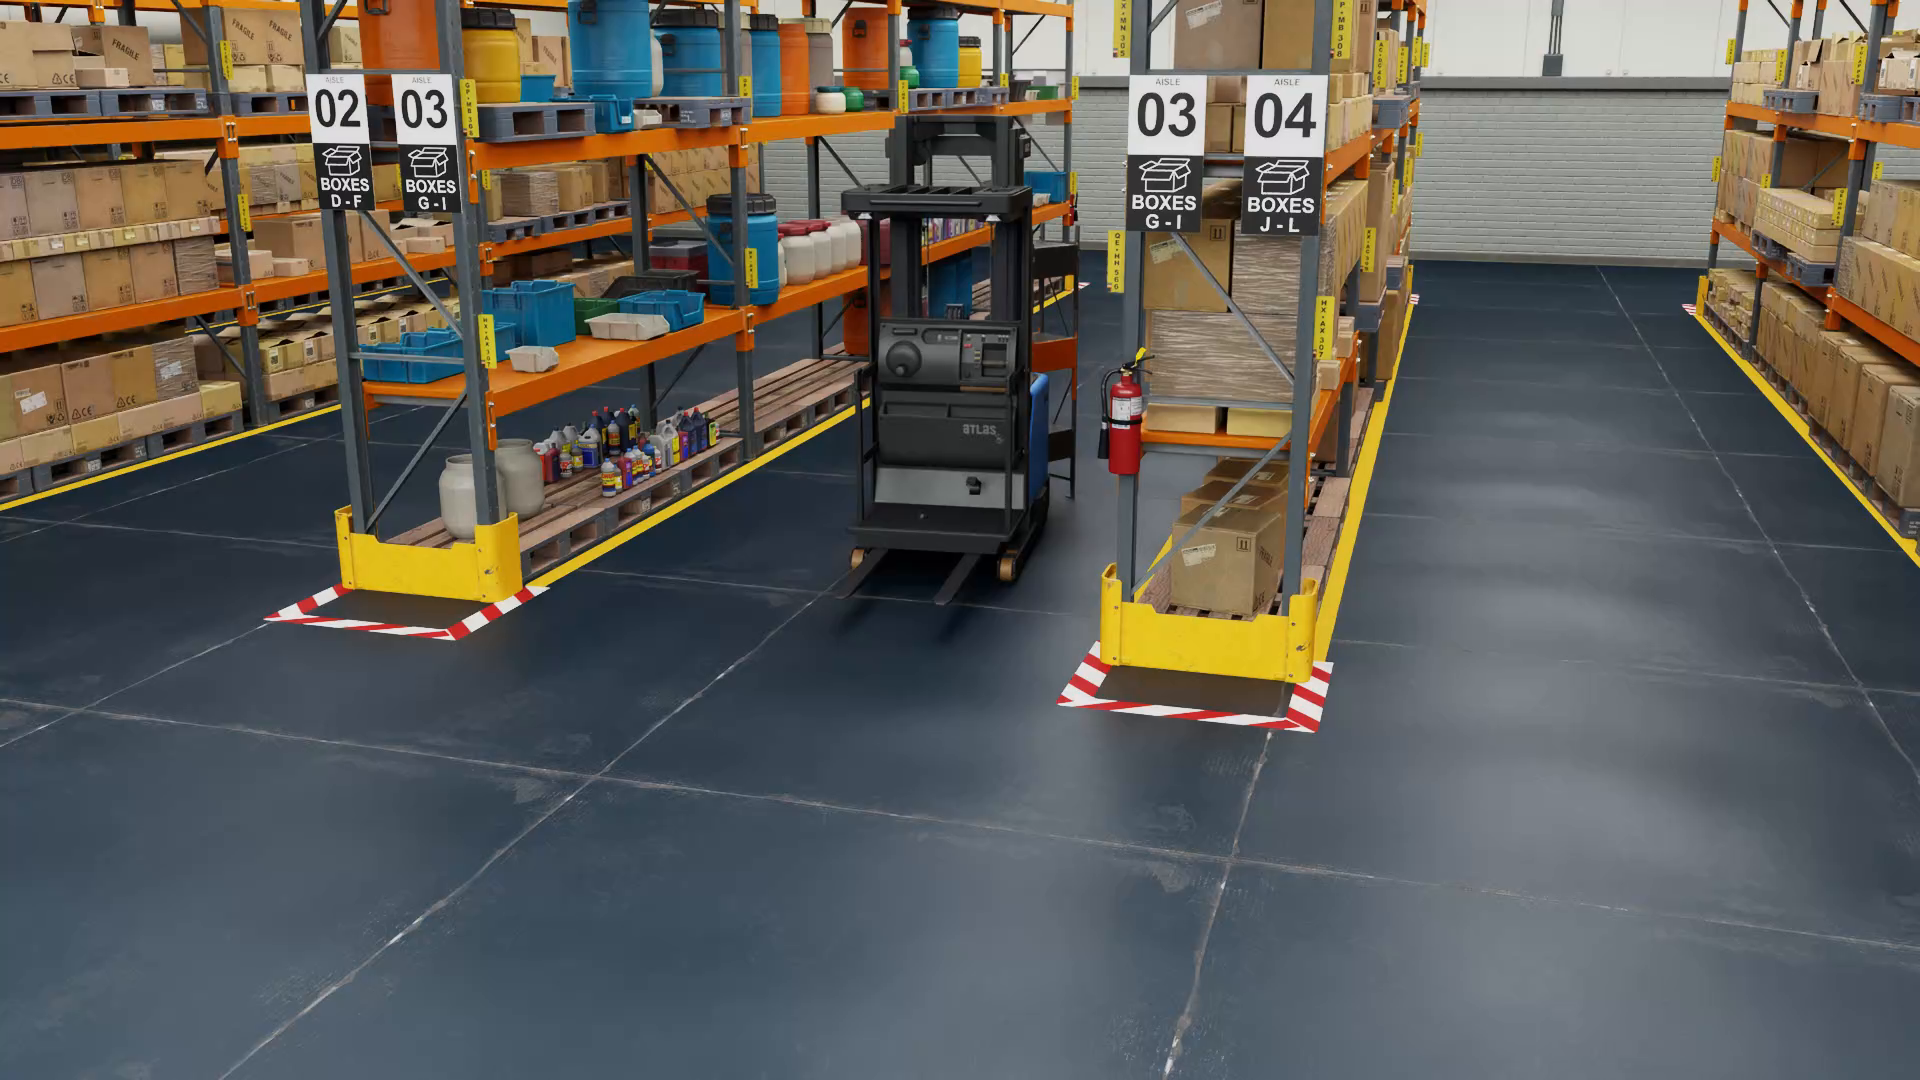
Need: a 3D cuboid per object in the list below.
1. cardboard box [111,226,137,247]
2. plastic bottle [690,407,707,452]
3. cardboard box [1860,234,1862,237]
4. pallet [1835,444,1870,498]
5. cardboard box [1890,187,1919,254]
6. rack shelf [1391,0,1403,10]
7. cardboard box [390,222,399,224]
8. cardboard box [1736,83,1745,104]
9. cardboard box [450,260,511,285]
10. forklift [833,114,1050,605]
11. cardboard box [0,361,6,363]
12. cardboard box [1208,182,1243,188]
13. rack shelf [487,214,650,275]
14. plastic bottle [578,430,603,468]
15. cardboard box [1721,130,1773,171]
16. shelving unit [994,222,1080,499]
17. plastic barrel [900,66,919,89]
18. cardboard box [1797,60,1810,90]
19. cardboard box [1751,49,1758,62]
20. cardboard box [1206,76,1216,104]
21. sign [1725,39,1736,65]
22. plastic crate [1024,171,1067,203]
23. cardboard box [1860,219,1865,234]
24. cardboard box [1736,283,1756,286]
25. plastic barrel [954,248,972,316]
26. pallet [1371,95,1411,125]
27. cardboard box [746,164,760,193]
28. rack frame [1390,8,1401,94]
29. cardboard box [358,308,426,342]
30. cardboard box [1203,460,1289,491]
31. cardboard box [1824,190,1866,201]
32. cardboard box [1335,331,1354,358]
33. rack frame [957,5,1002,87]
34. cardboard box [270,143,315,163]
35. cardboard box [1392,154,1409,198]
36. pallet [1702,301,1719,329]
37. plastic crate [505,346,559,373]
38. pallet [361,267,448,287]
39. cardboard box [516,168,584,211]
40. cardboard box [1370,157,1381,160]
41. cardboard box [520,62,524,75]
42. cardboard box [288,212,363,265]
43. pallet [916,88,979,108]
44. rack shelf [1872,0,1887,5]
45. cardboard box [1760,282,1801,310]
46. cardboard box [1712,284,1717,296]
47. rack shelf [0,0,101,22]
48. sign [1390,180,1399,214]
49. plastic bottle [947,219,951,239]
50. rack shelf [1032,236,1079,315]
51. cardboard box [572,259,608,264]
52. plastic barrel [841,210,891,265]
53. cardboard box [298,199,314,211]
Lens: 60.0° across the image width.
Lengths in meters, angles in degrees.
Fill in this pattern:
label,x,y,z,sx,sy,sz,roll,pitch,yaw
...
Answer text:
label,x,y,z,sx,sy,sz,roll,pitch,yaw
cardboard box,-7.159,-2.550,13.949,0.380,0.149,0.250,5,16,16
plastic bottle,-2.155,-0.905,13.570,0.144,0.351,0.185,4,16,14
cardboard box,9.060,-2.939,16.385,0.380,0.149,0.250,5,17,17
pallet,7.719,-0.549,13.379,1.003,0.211,1.213,5,16,16
cardboard box,7.941,-2.555,13.325,0.700,0.500,0.500,4,16,15
rack shelf,3.069,-4.645,13.766,1.077,0.370,4.000,5,16,16
cardboard box,-8.882,-4.970,26.477,0.380,0.149,0.250,5,17,17
cardboard box,10.111,-5.638,20.989,0.500,0.250,0.500,5,17,18
cardboard box,-5.807,-3.237,20.147,0.500,0.250,0.500,5,17,18
forklift,-0.121,-1.243,10.842,1.130,2.935,3.031,3,16,11
cardboard box,-7.996,-1.163,13.327,0.500,0.500,0.500,5,16,16
cardboard box,1.988,-2.217,11.589,0.500,0.500,0.500,5,16,16
rack shelf,-5.291,-3.767,20.931,1.077,0.370,4.000,5,16,16
plastic bottle,-2.901,-0.715,13.038,0.152,0.276,0.135,5,16,16
cardboard box,10.256,-5.078,21.674,0.500,0.500,0.500,5,16,16
shelving unit,0.573,-1.328,12.657,0.503,2.100,0.431,-14,21,-41
plastic barrel,-0.590,-5.034,18.100,0.294,0.245,0.294,0,16,0
cardboard box,9.050,-4.844,17.308,0.500,0.311,0.500,4,16,15
cardboard box,9.883,-5.907,20.290,0.380,0.149,0.250,5,17,18
cardboard box,1.144,-2.387,8.795,0.380,0.149,0.250,5,16,16
sign,10.117,-6.408,21.826,0.100,0.325,0.005,5,16,16
plastic crate,1.246,-5.241,24.637,0.616,0.435,0.499,5,16,16
cardboard box,9.059,-3.082,16.343,0.380,0.149,0.250,4,16,15
cardboard box,9.828,-3.089,20.589,0.380,0.149,0.250,5,16,16
plastic barrel,-0.145,-3.303,21.052,0.600,0.901,0.708,5,16,16
pallet,3.070,-3.552,13.701,1.213,0.211,1.003,5,16,16
cardboard box,-3.452,-5.592,25.866,0.500,0.500,0.500,5,17,18
rack frame,3.637,-5.707,15.458,1.000,3.000,0.127,5,16,16
cardboard box,-6.060,-2.314,17.733,0.500,0.311,0.500,5,16,16
cardboard box,1.891,-0.210,10.885,0.500,0.500,0.500,6,17,21
cardboard box,9.574,-3.703,17.989,0.380,0.149,0.250,5,17,18
cardboard box,2.548,-1.375,11.639,0.380,0.149,0.250,5,16,16
rack frame,0.025,-7.137,20.501,1.000,3.000,0.127,5,16,16
cardboard box,-9.361,-5.439,23.369,0.500,0.250,0.500,5,17,17
cardboard box,5.303,-4.532,20.667,0.500,0.500,0.500,5,16,16
pallet,10.351,-2.931,21.777,1.003,0.211,1.213,5,16,16
plastic crate,-2.822,-1.194,11.025,0.298,0.136,0.250,5,16,16
pallet,-8.837,-4.191,26.218,1.003,0.211,1.213,5,16,16
cardboard box,-5.166,-4.419,20.960,0.700,0.500,0.500,1,16,2
cardboard box,4.233,-3.887,18.016,0.797,0.503,0.637,5,17,18
cardboard box,-5.623,-5.331,19.447,0.910,0.500,0.500,5,16,16
cardboard box,-6.470,-3.060,16.937,0.500,0.500,0.500,5,16,16
pallet,-0.423,-5.094,19.140,1.003,0.211,1.213,5,16,16
rack shelf,7.796,-4.234,12.316,1.077,0.370,4.000,5,16,16
cardboard box,9.038,-2.643,18.089,0.500,0.250,0.500,4,16,13
cardboard box,10.111,-3.292,21.847,0.380,0.149,0.250,5,16,16
rack shelf,-11.178,-5.797,17.828,1.077,0.370,4.000,5,16,16
sign,4.160,-3.300,15.989,0.100,0.325,0.005,5,16,16
plastic bottle,-0.150,-3.679,19.518,0.061,0.283,0.133,5,16,16
rack shelf,0.573,-1.990,12.474,0.480,0.518,0.431,-14,21,-41
cardboard box,-5.094,-3.538,22.579,0.500,0.500,0.500,4,16,13
plastic barrel,-0.953,-3.125,17.101,0.600,0.536,0.708,5,16,16
cardboard box,-9.347,-4.730,23.432,0.380,0.149,0.250,5,17,17
